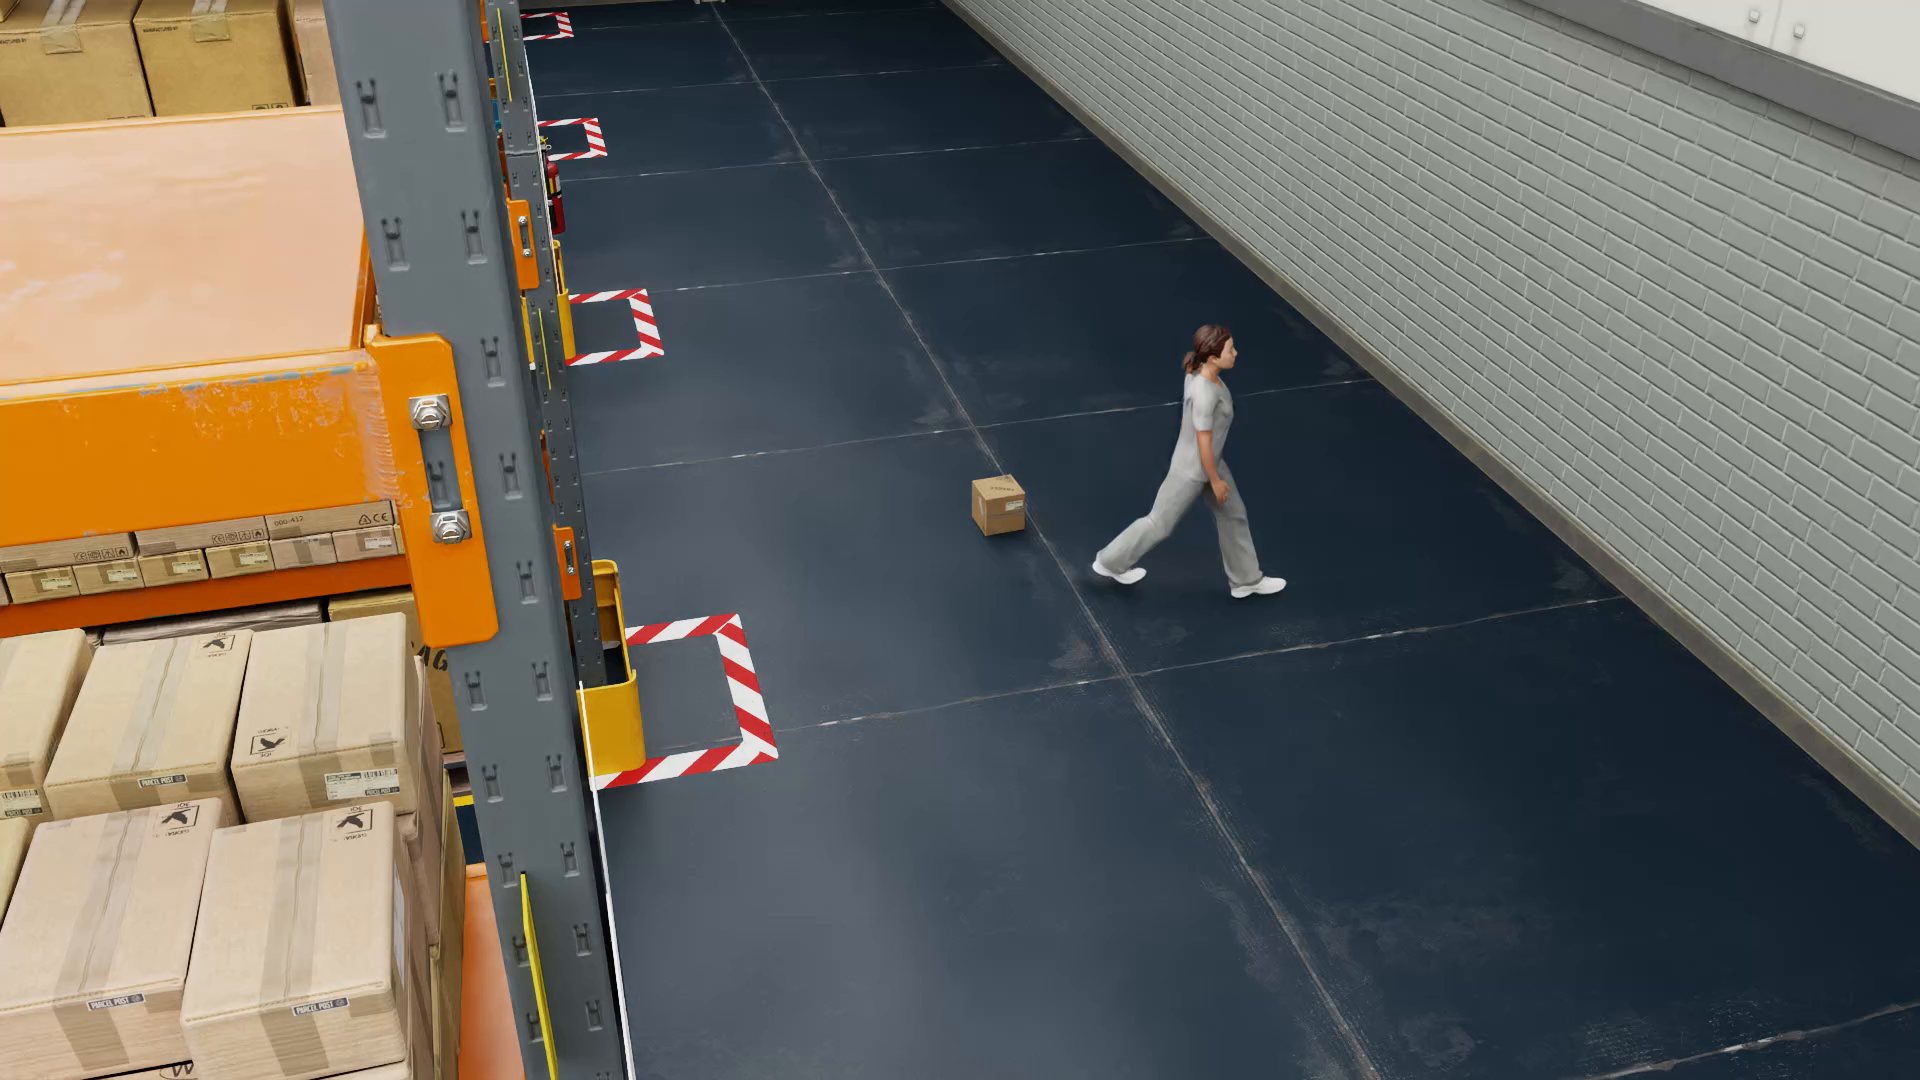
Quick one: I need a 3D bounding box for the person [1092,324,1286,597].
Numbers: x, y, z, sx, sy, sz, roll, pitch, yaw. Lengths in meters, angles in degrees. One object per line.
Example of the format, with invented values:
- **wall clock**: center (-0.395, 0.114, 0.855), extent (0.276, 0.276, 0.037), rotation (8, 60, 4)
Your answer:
- **person**: center (1.276, -0.402, 8.948), extent (1.076, 1.617, 0.442), rotation (7, 31, 12)
